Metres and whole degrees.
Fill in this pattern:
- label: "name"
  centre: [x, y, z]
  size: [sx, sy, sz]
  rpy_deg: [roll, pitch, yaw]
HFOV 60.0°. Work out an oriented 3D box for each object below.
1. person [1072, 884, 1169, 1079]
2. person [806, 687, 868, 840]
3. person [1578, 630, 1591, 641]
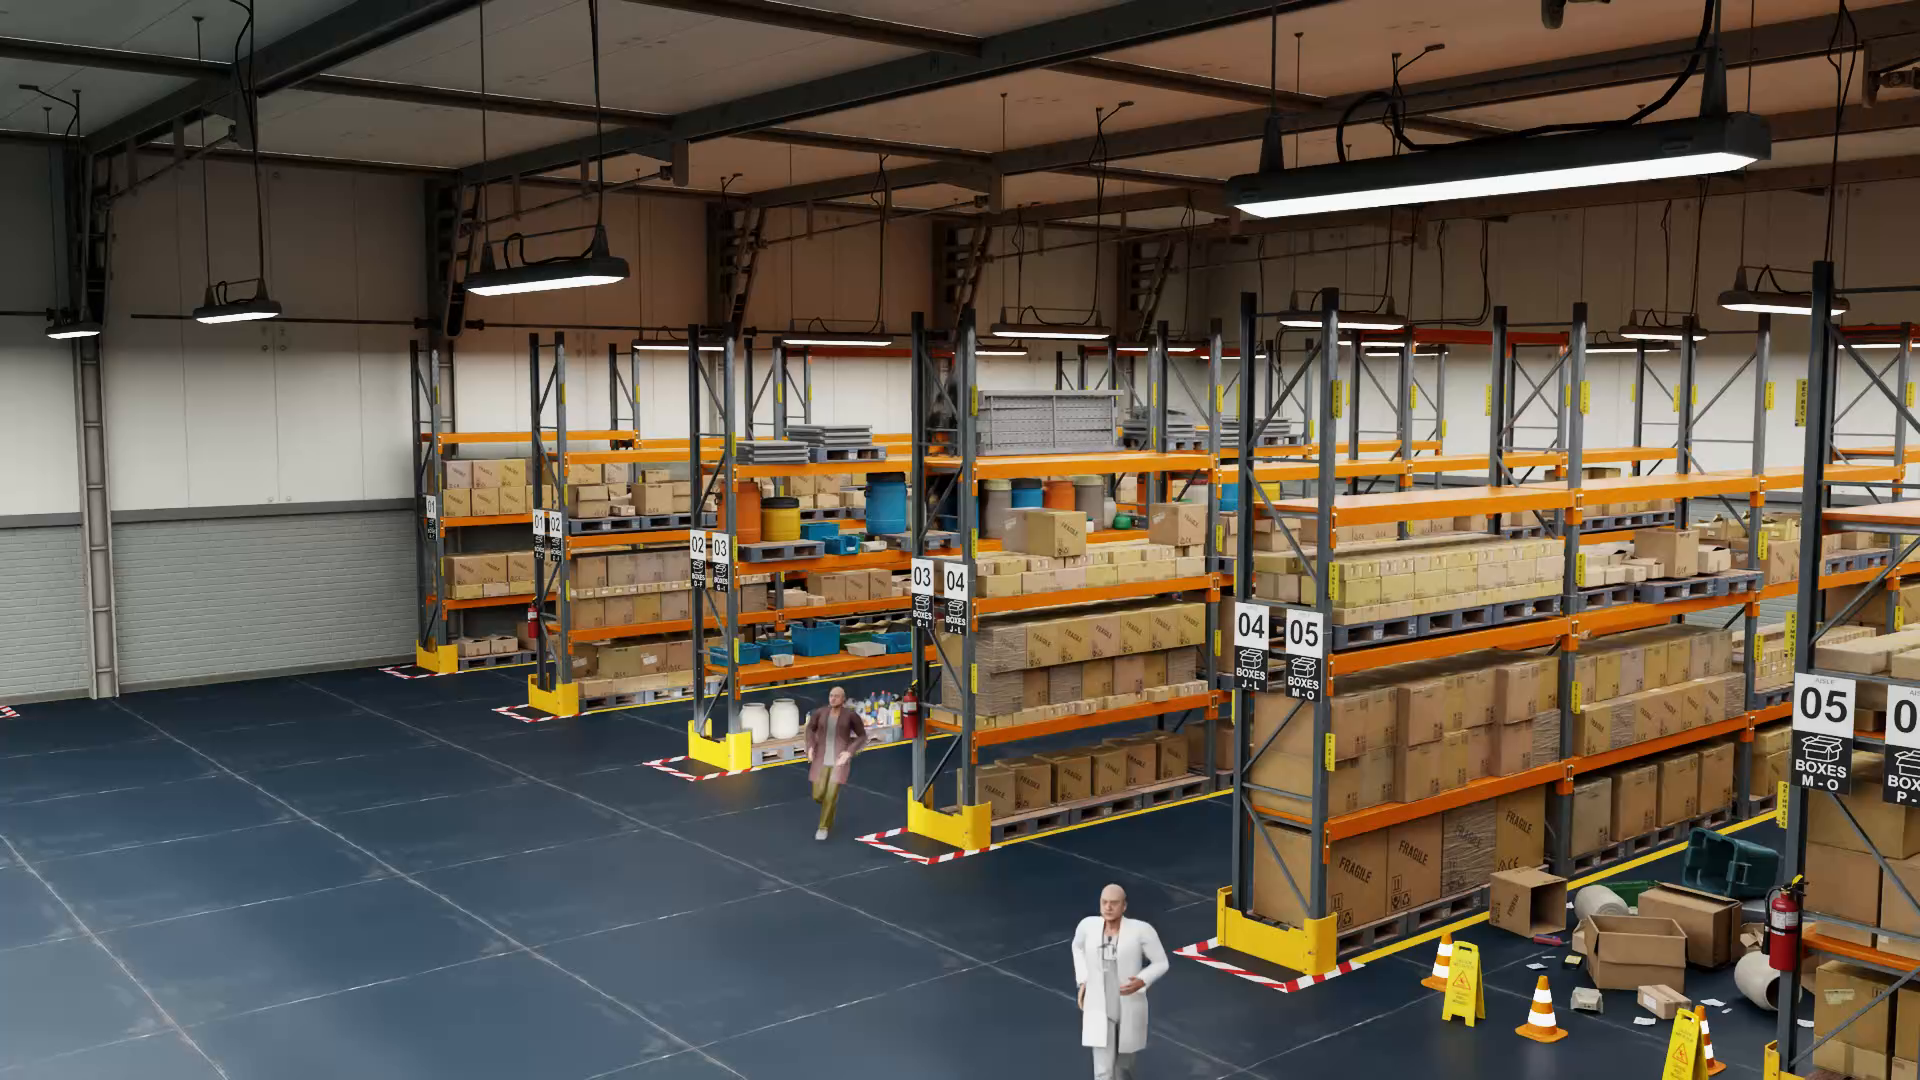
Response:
- label: "person"
  centre: [1.082, 3.229, 11.395]
  size: [0.693, 1.792, 0.972]
  rpy_deg: [1, 5, 12]
- label: "person"
  centre: [-1.431, 2.535, 19.135]
  size: [0.736, 1.725, 0.744]
  rpy_deg: [1, 5, 13]
- label: "person"
  centre: [9.203, 2.104, 24.522]
  size: [0.610, 1.596, 0.668]
  rpy_deg: [5, 7, 42]
